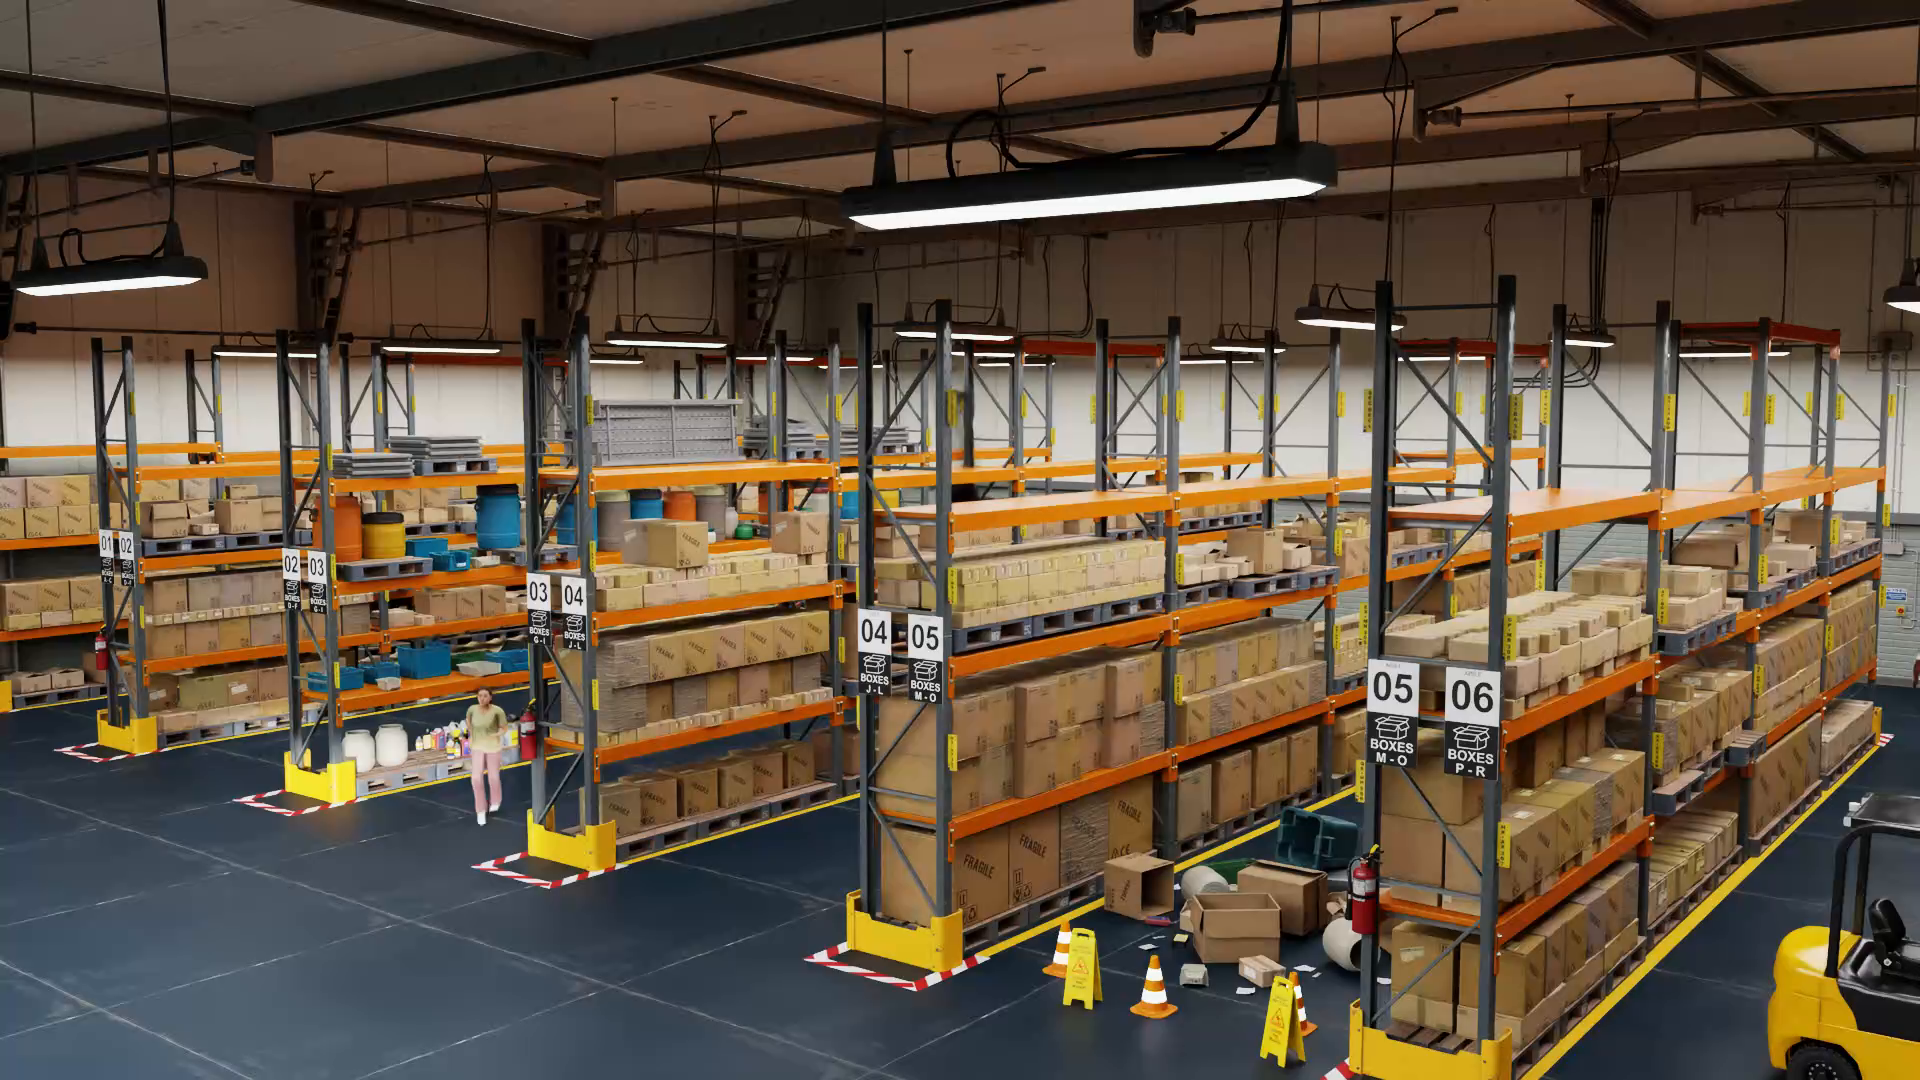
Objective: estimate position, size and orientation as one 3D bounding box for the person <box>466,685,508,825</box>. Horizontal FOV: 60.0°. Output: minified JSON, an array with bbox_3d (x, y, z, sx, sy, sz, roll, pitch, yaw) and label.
[{"bbox_3d":[-5.755,2.596,20.251,0.514,1.711,0.815,-1,5,-9],"label":"person"}]

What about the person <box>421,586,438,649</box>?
[{"bbox_3d":[-9.605,1.683,30.182,0.589,1.707,0.883,3,6,32],"label":"person"}]

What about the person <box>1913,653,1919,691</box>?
[{"bbox_3d":[14.368,2.149,24.394,0.743,1.736,1.006,2,5,25],"label":"person"}]
